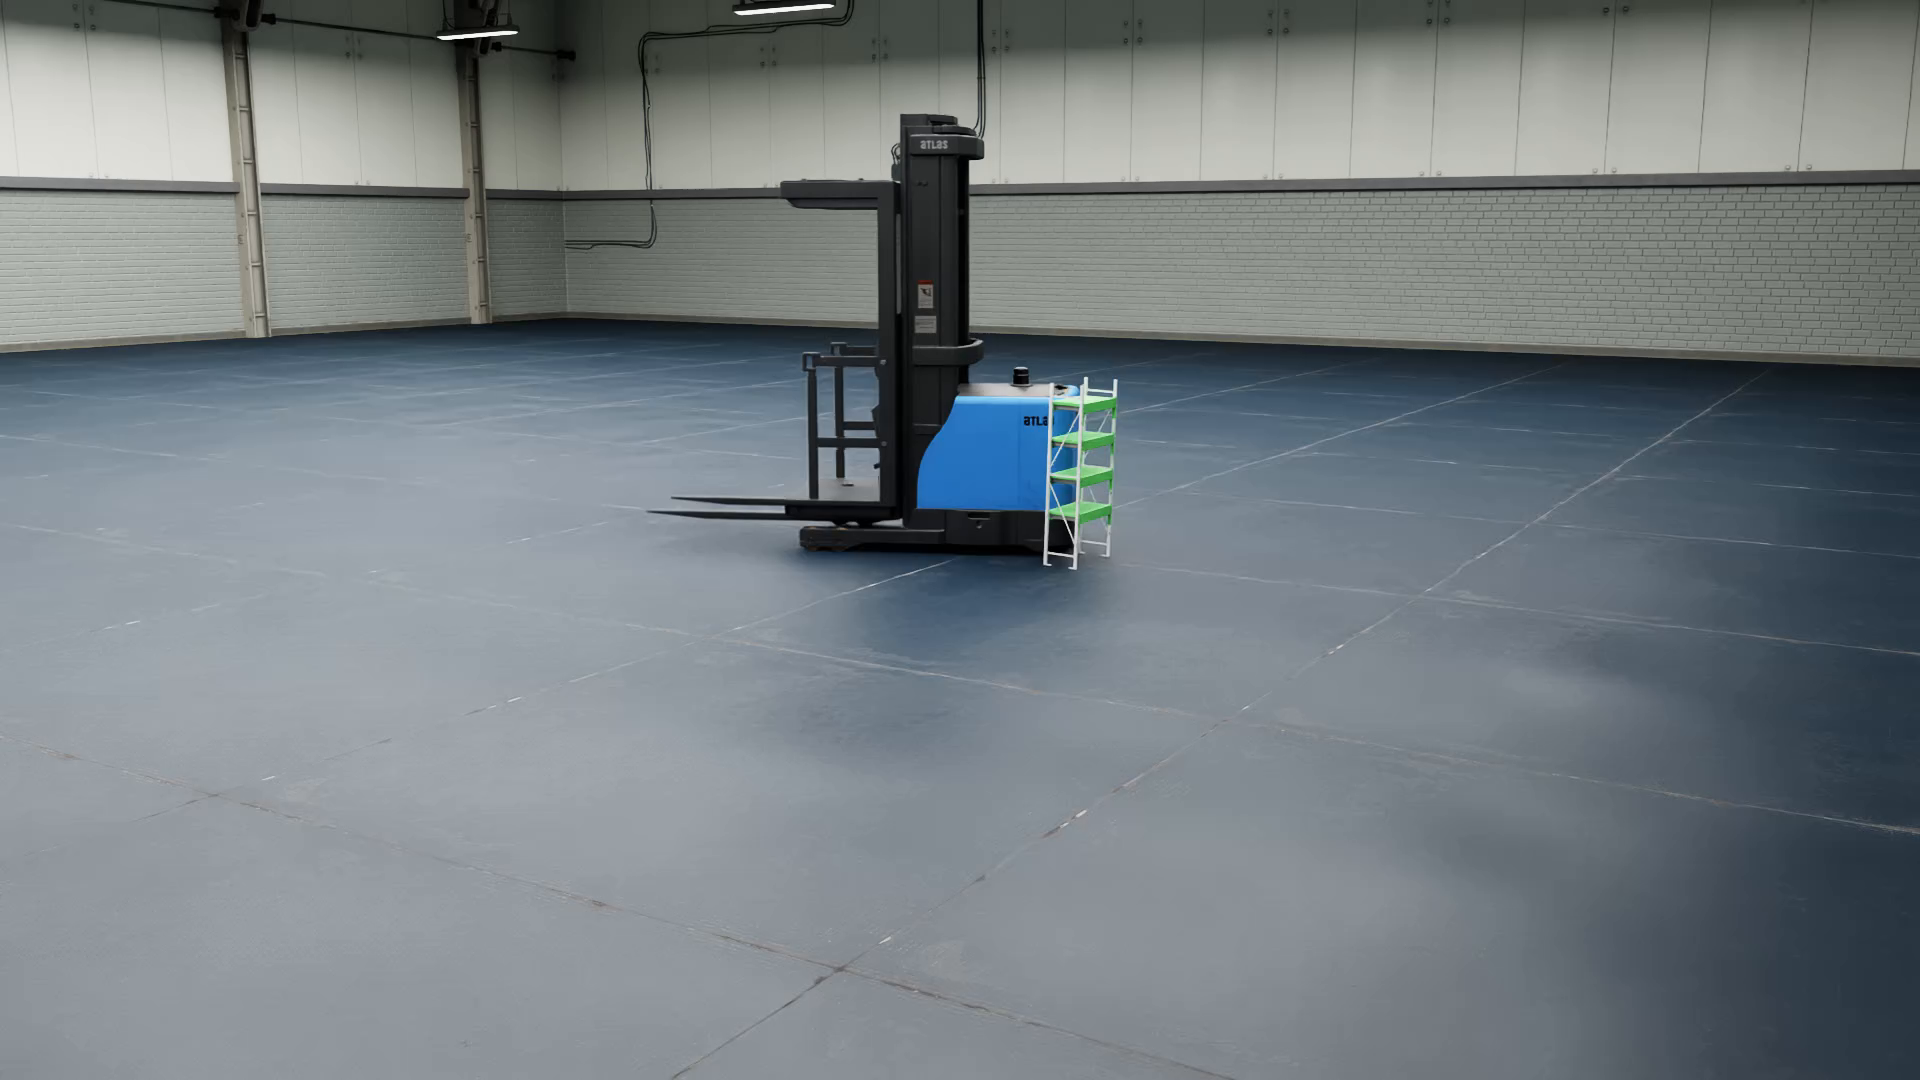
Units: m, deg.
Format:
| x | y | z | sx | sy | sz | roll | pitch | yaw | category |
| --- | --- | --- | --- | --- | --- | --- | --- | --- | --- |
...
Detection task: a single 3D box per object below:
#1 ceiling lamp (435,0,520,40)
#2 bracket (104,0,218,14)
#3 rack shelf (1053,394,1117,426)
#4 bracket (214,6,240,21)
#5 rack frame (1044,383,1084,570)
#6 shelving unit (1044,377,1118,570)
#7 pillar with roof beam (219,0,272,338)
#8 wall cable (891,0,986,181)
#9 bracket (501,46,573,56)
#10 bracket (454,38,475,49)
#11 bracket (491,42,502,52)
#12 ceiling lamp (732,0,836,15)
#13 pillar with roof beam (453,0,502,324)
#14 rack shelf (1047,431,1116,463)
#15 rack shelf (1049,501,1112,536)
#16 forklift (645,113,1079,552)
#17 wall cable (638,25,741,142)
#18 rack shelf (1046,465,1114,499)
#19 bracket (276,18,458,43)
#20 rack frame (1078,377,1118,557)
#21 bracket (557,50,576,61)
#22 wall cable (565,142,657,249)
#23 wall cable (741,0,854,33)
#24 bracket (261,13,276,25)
| x | y | z | sx | sy | sz | roll | pitch | yaw | category |
| --- | --- | --- | --- | --- | --- | --- | --- | --- | --- |
| -9.193 | -11.326 | 32.049 | 2.000 | 3.185 | 0.800 | 6 | 12 | 31 | ceiling lamp |
| -15.611 | -9.839 | 30.190 | 0.076 | 0.066 | 4.783 | 6 | 12 | 31 | bracket |
| 0.808 | -0.857 | 10.905 | 0.258 | 0.148 | 0.480 | 8 | 13 | 30 | rack shelf |
| -14.274 | -10.245 | 32.355 | 0.235 | 0.232 | 0.430 | 6 | 12 | 31 | bracket |
| 0.672 | -0.411 | 10.782 | 0.240 | 1.200 | 0.015 | 8 | 13 | 30 | rack frame |
| 0.798 | -0.449 | 10.988 | 0.258 | 1.200 | 0.503 | 8 | 13 | 30 | shelving unit |
| -10.682 | -8.163 | 31.019 | 9.100 | 9.000 | 0.548 | 6 | 12 | 31 | pillar with roof beam |
| -0.481 | -10.617 | 34.885 | 2.305 | 6.003 | 0.169 | 6 | 12 | 31 | wall cable |
| -9.804 | -11.599 | 39.587 | 0.076 | 0.066 | 3.189 | 6 | 12 | 31 | bracket |
| -11.159 | -11.188 | 37.395 | 0.235 | 0.232 | 0.430 | 6 | 12 | 31 | bracket |
| -10.728 | -11.319 | 38.092 | 0.235 | 0.232 | 0.430 | 6 | 12 | 31 | bracket |
| -2.877 | -10.620 | 28.278 | 2.000 | 3.185 | 0.800 | 6 | 12 | 31 | ceiling lamp |
| -7.567 | -9.107 | 36.059 | 9.100 | 9.000 | 0.548 | 6 | 12 | 31 | pillar with roof beam |
| 0.802 | -0.622 | 10.953 | 0.258 | 0.148 | 0.480 | 8 | 13 | 30 | rack shelf |
| 0.791 | -0.152 | 11.048 | 0.258 | 0.148 | 0.480 | 8 | 13 | 30 | rack shelf |
| -0.684 | -1.455 | 11.676 | 3.031 | 2.935 | 1.130 | 1 | 11 | 6 | forklift |
| -6.275 | -10.553 | 38.497 | 3.097 | 2.526 | 0.112 | 6 | 12 | 31 | wall cable |
| 0.797 | -0.387 | 11.000 | 0.258 | 0.148 | 0.480 | 8 | 13 | 30 | rack shelf |
| -12.496 | -10.783 | 35.231 | 0.076 | 0.066 | 4.783 | 6 | 12 | 31 | bracket |
| 0.924 | -0.488 | 11.193 | 0.240 | 1.200 | 0.015 | 8 | 13 | 30 | rack frame |
| -9.497 | -11.692 | 40.083 | 0.235 | 0.232 | 0.430 | 6 | 12 | 31 | bracket |
| -8.587 | -8.329 | 40.342 | 3.097 | 2.526 | 0.112 | 6 | 12 | 31 | wall cable |
| -3.630 | -12.493 | 36.499 | 3.097 | 2.526 | 0.112 | 6 | 12 | 31 | wall cable |
| -13.843 | -10.375 | 33.052 | 0.235 | 0.232 | 0.430 | 6 | 12 | 31 | bracket |
